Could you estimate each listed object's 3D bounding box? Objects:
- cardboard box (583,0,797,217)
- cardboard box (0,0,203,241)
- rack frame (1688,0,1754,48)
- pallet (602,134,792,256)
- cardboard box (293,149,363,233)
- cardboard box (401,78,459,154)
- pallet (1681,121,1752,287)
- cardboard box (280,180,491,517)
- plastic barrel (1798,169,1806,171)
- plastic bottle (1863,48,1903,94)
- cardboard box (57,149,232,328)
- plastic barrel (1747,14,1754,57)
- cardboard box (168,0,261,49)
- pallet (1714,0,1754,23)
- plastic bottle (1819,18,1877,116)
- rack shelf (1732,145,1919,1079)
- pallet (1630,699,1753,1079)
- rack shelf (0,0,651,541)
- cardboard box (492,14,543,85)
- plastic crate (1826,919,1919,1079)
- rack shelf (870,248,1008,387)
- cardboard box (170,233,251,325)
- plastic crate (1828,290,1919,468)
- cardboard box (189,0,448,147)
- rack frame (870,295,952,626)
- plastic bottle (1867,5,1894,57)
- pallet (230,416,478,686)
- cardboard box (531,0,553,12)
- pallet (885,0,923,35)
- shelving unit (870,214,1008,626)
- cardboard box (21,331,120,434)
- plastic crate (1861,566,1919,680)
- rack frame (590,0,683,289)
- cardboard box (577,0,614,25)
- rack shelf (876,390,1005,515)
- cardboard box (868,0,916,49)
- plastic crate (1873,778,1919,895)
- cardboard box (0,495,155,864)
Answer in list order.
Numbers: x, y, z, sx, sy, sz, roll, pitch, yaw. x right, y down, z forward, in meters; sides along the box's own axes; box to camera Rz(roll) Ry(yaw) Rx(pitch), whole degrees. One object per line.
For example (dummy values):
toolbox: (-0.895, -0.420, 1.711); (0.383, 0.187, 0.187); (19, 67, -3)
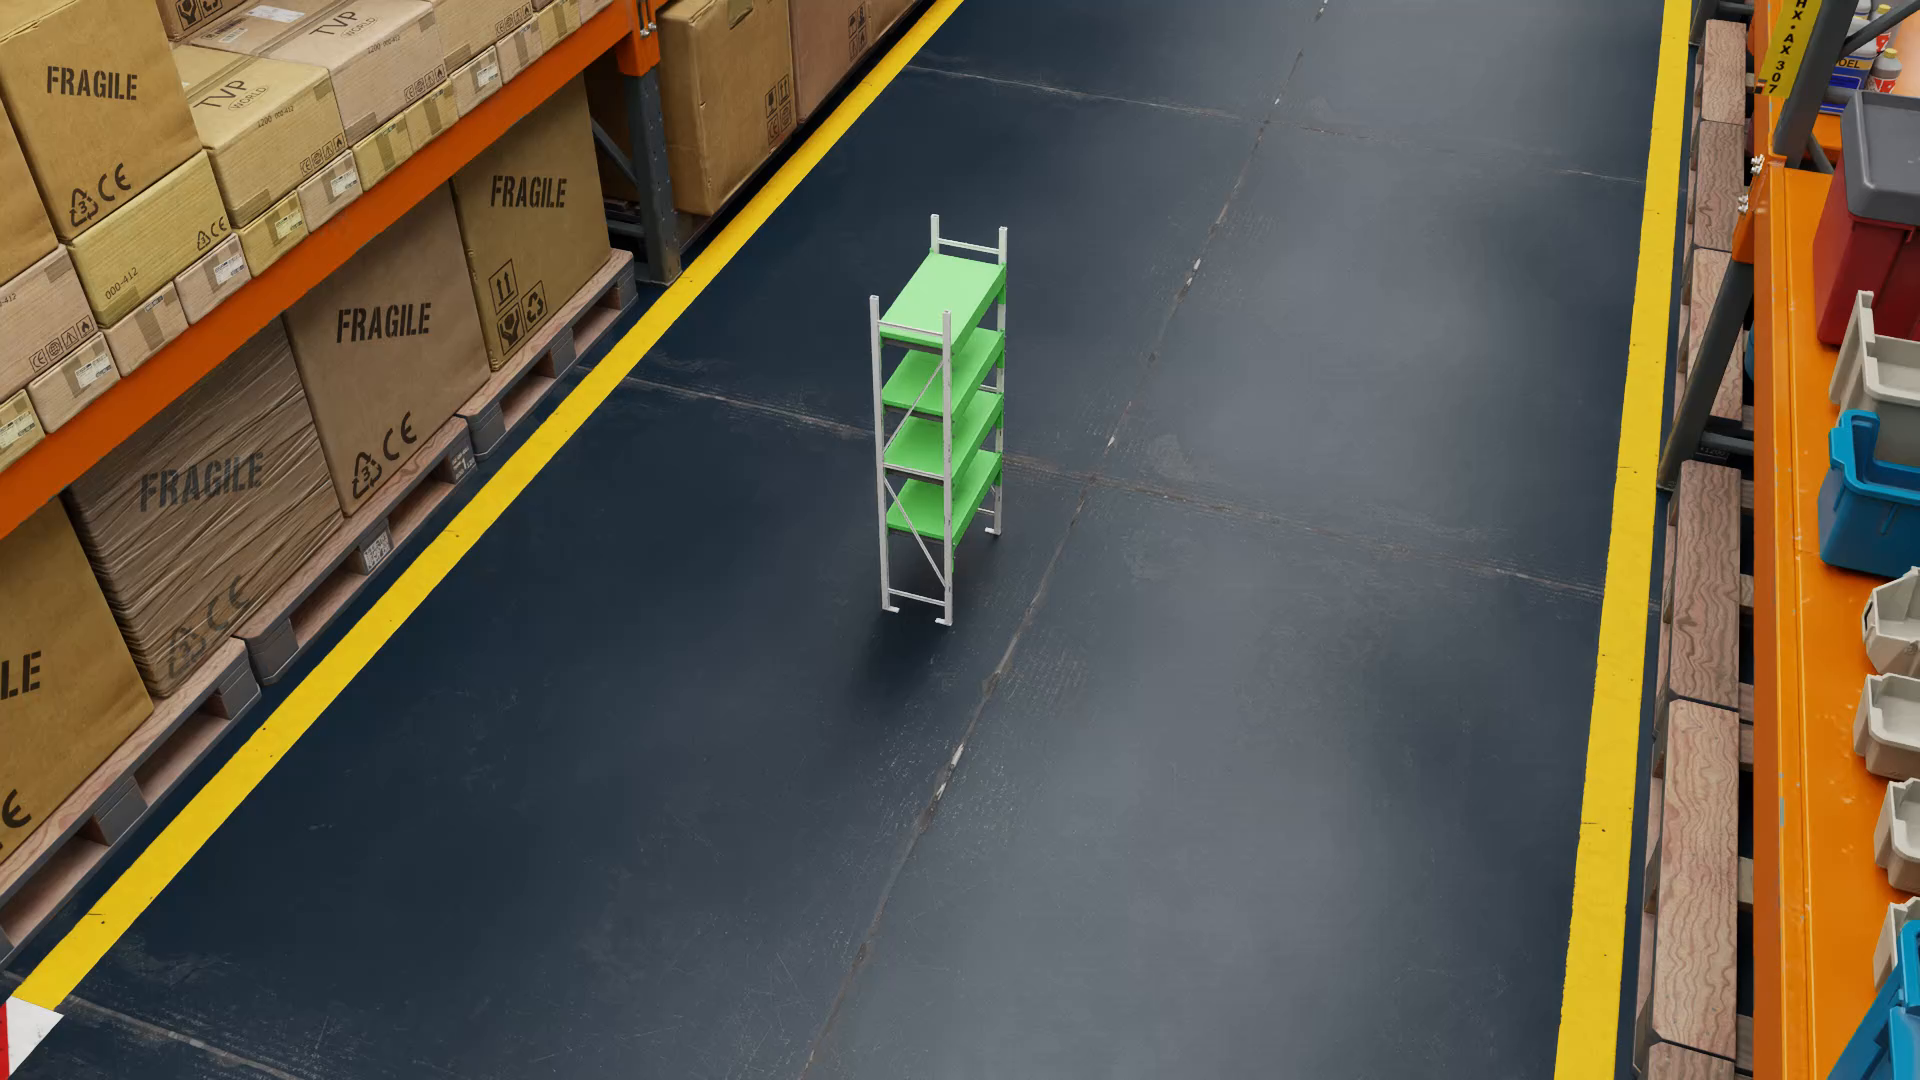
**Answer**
cardboard box: (-1.471, -2.092, 7.205); (1.225, 0.875, 0.875); (13, 42, 15)
cardboard box: (-2.278, -1.103, 4.040); (0.500, 0.500, 0.500); (12, 42, 14)
rack frame: (4.352, -3.687, 7.760); (1.000, 3.000, 0.127); (13, 42, 15)
pallet: (-1.478, -1.773, 7.665); (1.003, 0.211, 1.213); (13, 42, 15)
cardboard box: (-1.994, -1.053, 4.867); (0.380, 0.149, 0.250); (14, 42, 16)
cardboard box: (-1.819, -1.364, 5.231); (0.380, 0.149, 0.250); (14, 42, 16)
pallet: (3.702, -1.394, 7.221); (1.003, 0.211, 1.213); (13, 42, 15)
cardboard box: (-2.279, -0.764, 5.648); (0.875, 0.875, 0.875); (13, 42, 15)
plastic barrel: (3.428, -1.368, 6.336); (0.600, 0.901, 0.708); (13, 42, 15)
plastic bottle: (2.938, -1.467, 5.312); (0.097, 0.201, 0.097); (0, 40, 0)
cardboard box: (-2.274, -0.820, 4.286); (0.500, 0.250, 0.500); (12, 42, 14)
plastic barrel: (4.200, -2.719, 7.974); (0.600, 0.830, 0.708); (13, 42, 15)
cardboard box: (-2.424, -1.554, 5.147); (0.500, 0.250, 0.500); (14, 43, 16)
pallet: (4.653, -3.090, 9.209); (1.003, 0.211, 1.213); (13, 42, 15)
plastic bottle: (2.815, -1.512, 5.306); (0.152, 0.276, 0.135); (13, 42, 15)
rack shelf: (2.300, 0.247, 3.704); (1.077, 0.370, 4.000); (13, 42, 15)
pallet: (2.353, 1.018, 4.395); (1.003, 0.211, 1.213); (13, 42, 15)
rack shelf: (-2.355, -0.853, 4.993); (1.077, 0.370, 4.000); (13, 42, 15)
cardboard box: (-1.643, -1.678, 5.600); (0.380, 0.149, 0.250); (13, 42, 14)
plastic crate: (1.555, 0.911, 2.298); (0.616, 0.435, 0.499); (13, 42, 15)
rack shelf: (-0.057, -0.672, 4.972); (0.258, 0.148, 0.480); (13, 42, 15)
cardboard box: (-2.170, -0.739, 4.499); (0.380, 0.149, 0.250); (13, 42, 15)
plastic crate: (2.288, -0.334, 3.876); (0.437, 0.282, 0.530); (13, 42, 15)
cardboard box: (-1.924, -1.447, 5.022); (0.500, 0.250, 0.500); (14, 42, 16)
rack frame: (-0.140, -0.207, 5.068); (0.240, 1.200, 0.015); (13, 42, 15)
plastic bottle: (3.063, -1.690, 5.573); (0.097, 0.201, 0.097); (0, 40, 0)
pallet: (-2.420, -0.092, 5.696); (1.003, 0.211, 1.213); (13, 42, 15)
cardboard box: (-1.575, -2.075, 5.757); (0.500, 0.250, 0.500); (13, 42, 14)
pallet: (-0.643, -3.261, 9.409); (1.003, 0.211, 1.213); (13, 42, 15)
shelving unit: (-0.057, -0.355, 5.242); (0.258, 1.200, 0.503); (13, 42, 15)
cardboard box: (-2.345, -0.427, 4.132); (0.380, 0.149, 0.250); (13, 42, 14)
plastic crate: (1.993, 0.199, 3.362); (0.298, 0.136, 0.250); (13, 42, 15)
rack frame: (-1.671, -2.346, 6.189); (1.000, 3.000, 0.127); (13, 42, 15)
cardboard box: (-1.467, -1.992, 5.967); (0.380, 0.149, 0.250); (14, 42, 15)
rack shelf: (-0.057, -0.307, 5.284); (0.258, 0.148, 0.480); (13, 42, 15)
cardboard box: (-0.870, -3.179, 8.479); (1.225, 0.875, 0.875); (13, 42, 15)
plastic crate: (1.837, 0.559, 2.940); (0.396, 0.136, 0.243); (13, 42, 15)
cardboard box: (-2.895, 0.334, 4.361); (0.875, 0.875, 0.875); (13, 42, 15)
